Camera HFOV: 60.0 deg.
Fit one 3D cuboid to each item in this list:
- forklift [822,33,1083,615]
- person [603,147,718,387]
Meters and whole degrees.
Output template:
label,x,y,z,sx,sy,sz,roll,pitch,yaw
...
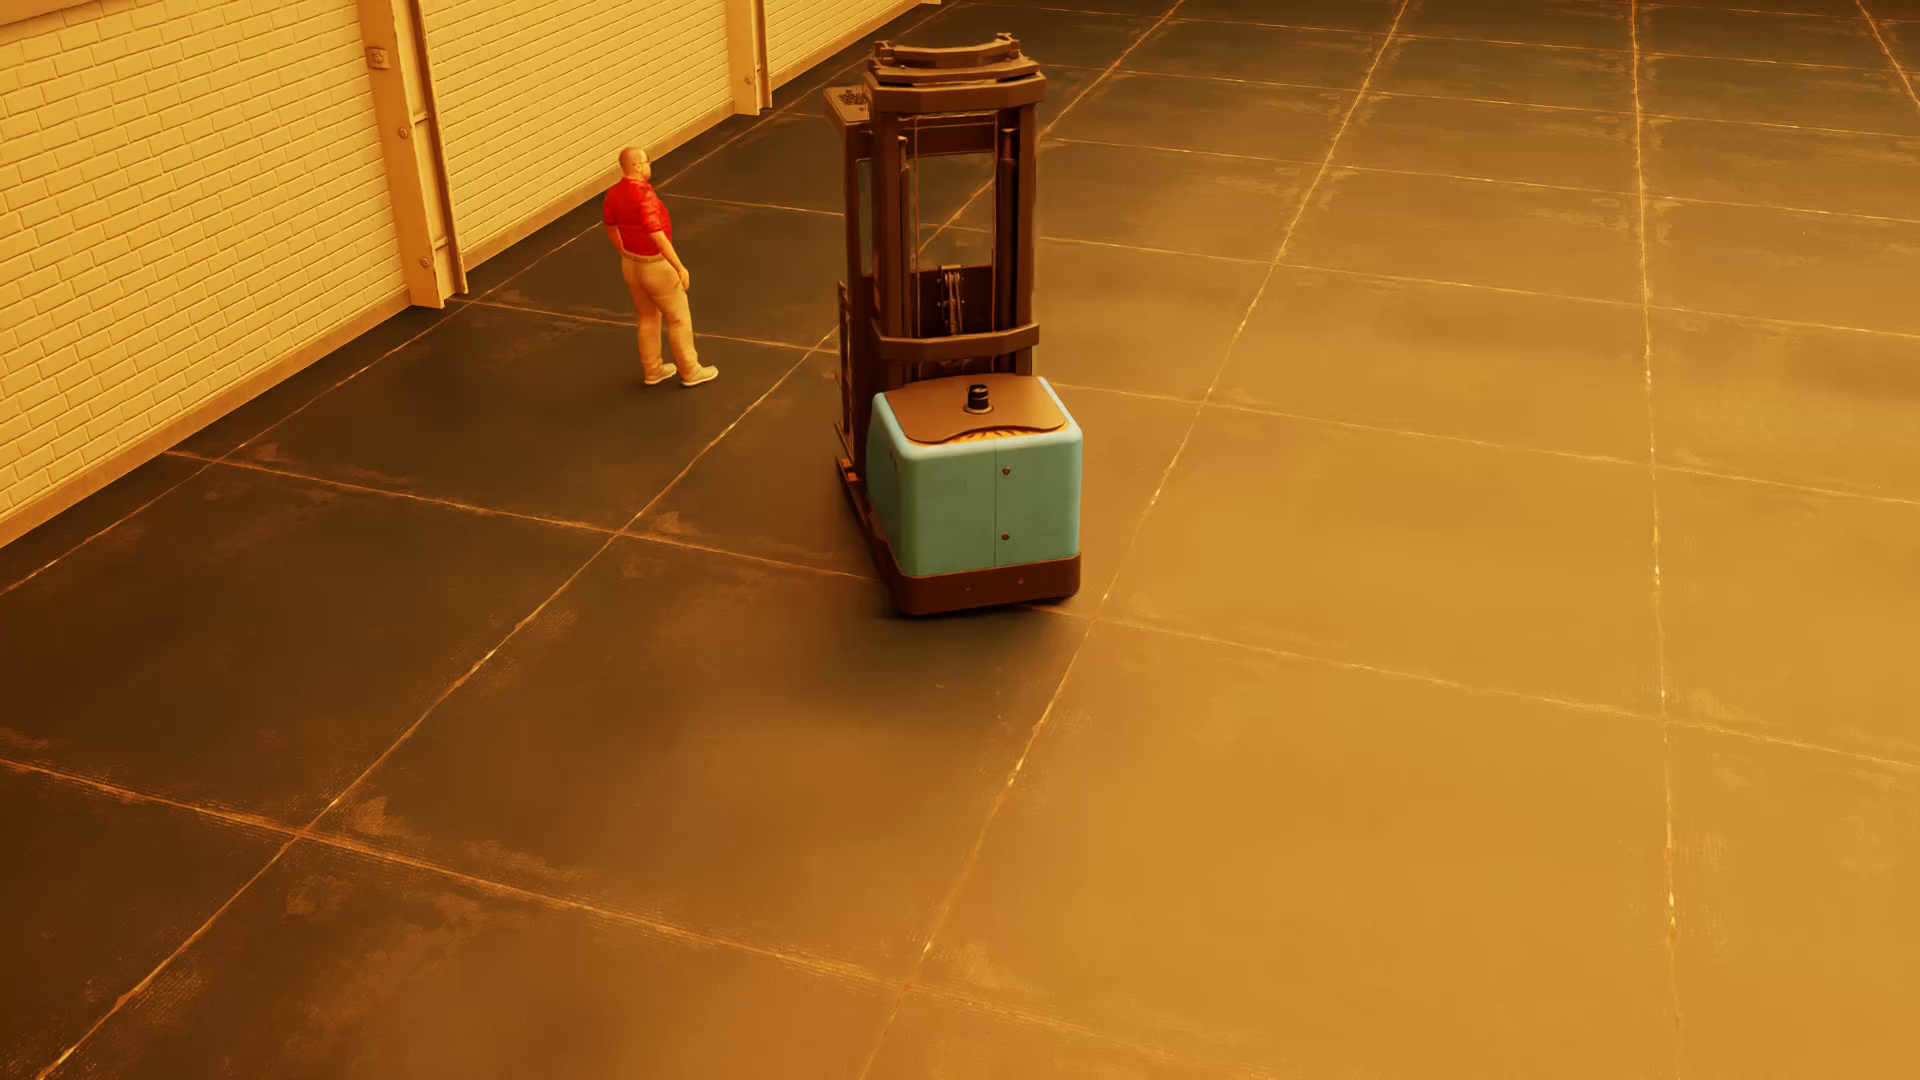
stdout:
label,x,y,z,sx,sy,sz,roll,pitch,yaw
forklift,-0.173,-1.575,9.899,1.130,2.935,3.031,-7,30,-12
person,-2.120,-1.934,11.741,0.685,1.731,0.544,21,36,32
